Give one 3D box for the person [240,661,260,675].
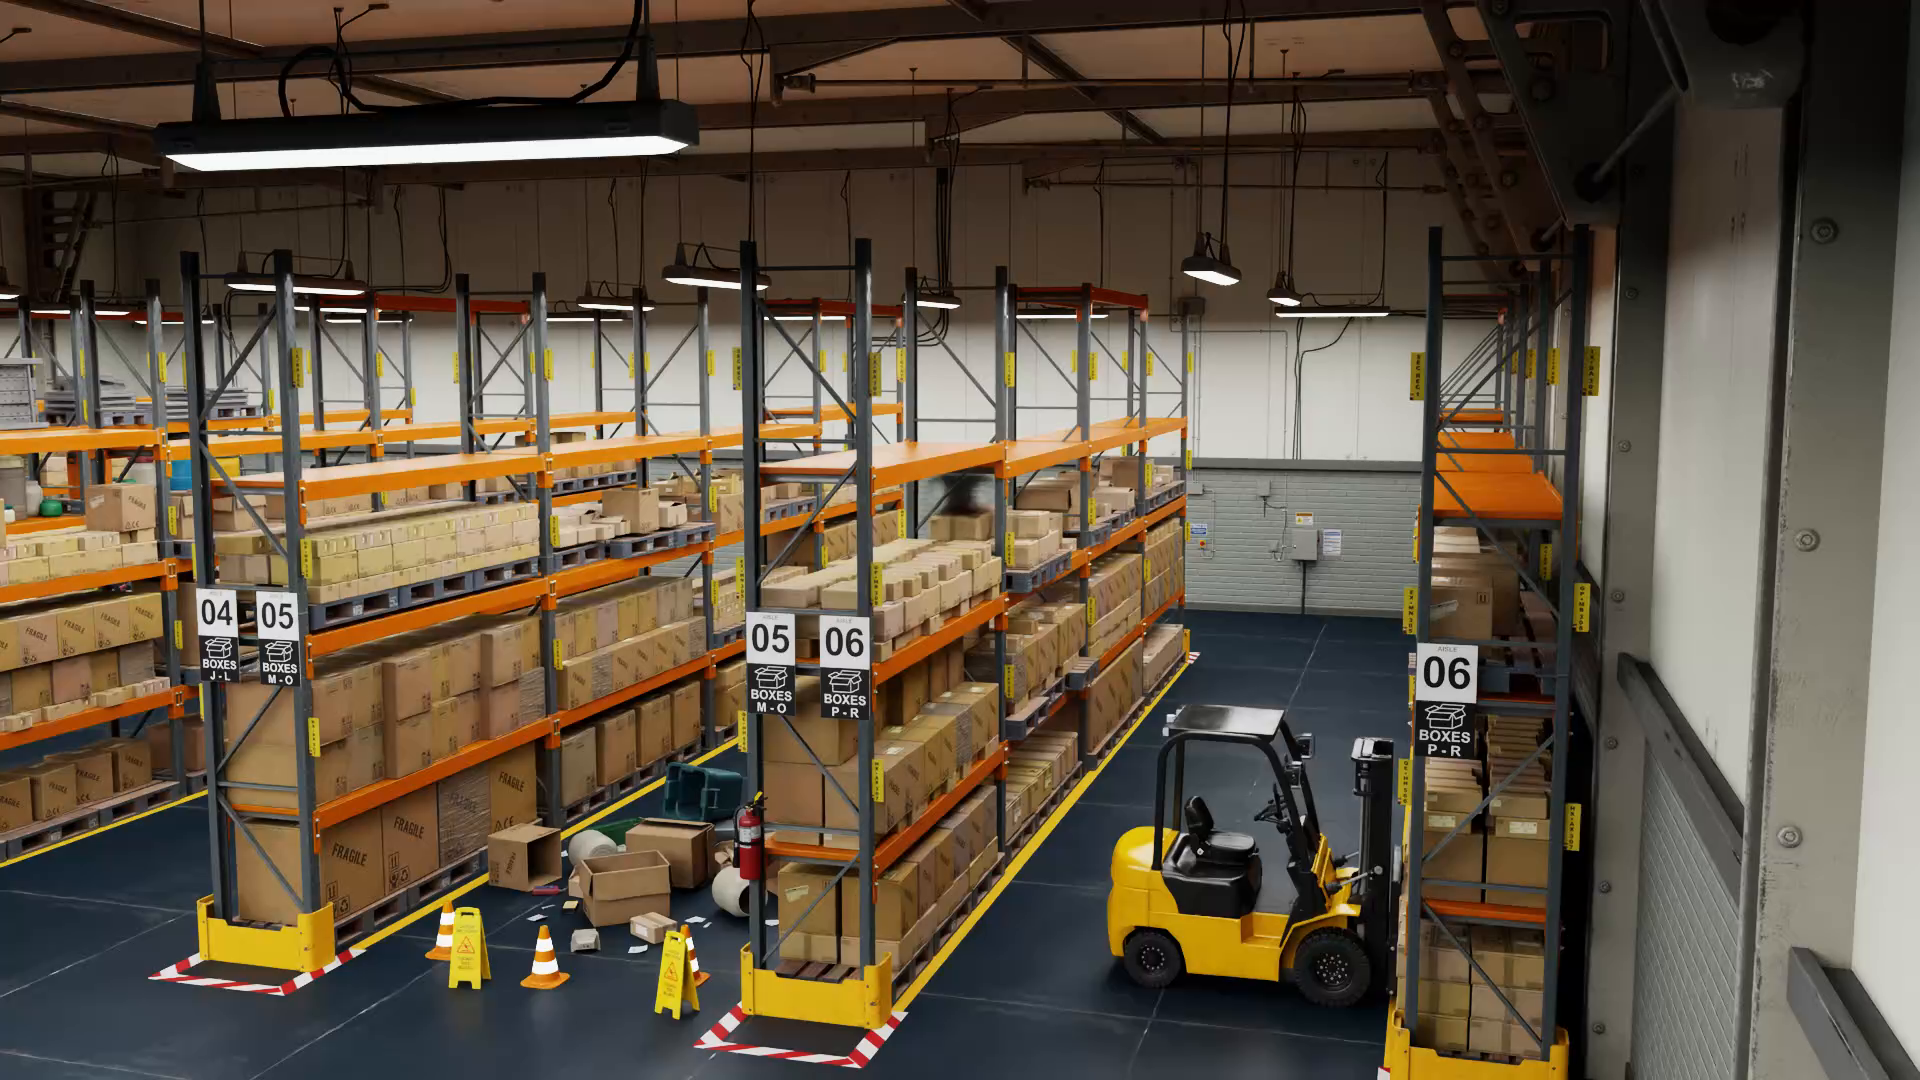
[{"bbox_3d":[-7.979,2.237,18.975,0.493,1.702,0.541,-6,9,-43],"label":"person"}]
